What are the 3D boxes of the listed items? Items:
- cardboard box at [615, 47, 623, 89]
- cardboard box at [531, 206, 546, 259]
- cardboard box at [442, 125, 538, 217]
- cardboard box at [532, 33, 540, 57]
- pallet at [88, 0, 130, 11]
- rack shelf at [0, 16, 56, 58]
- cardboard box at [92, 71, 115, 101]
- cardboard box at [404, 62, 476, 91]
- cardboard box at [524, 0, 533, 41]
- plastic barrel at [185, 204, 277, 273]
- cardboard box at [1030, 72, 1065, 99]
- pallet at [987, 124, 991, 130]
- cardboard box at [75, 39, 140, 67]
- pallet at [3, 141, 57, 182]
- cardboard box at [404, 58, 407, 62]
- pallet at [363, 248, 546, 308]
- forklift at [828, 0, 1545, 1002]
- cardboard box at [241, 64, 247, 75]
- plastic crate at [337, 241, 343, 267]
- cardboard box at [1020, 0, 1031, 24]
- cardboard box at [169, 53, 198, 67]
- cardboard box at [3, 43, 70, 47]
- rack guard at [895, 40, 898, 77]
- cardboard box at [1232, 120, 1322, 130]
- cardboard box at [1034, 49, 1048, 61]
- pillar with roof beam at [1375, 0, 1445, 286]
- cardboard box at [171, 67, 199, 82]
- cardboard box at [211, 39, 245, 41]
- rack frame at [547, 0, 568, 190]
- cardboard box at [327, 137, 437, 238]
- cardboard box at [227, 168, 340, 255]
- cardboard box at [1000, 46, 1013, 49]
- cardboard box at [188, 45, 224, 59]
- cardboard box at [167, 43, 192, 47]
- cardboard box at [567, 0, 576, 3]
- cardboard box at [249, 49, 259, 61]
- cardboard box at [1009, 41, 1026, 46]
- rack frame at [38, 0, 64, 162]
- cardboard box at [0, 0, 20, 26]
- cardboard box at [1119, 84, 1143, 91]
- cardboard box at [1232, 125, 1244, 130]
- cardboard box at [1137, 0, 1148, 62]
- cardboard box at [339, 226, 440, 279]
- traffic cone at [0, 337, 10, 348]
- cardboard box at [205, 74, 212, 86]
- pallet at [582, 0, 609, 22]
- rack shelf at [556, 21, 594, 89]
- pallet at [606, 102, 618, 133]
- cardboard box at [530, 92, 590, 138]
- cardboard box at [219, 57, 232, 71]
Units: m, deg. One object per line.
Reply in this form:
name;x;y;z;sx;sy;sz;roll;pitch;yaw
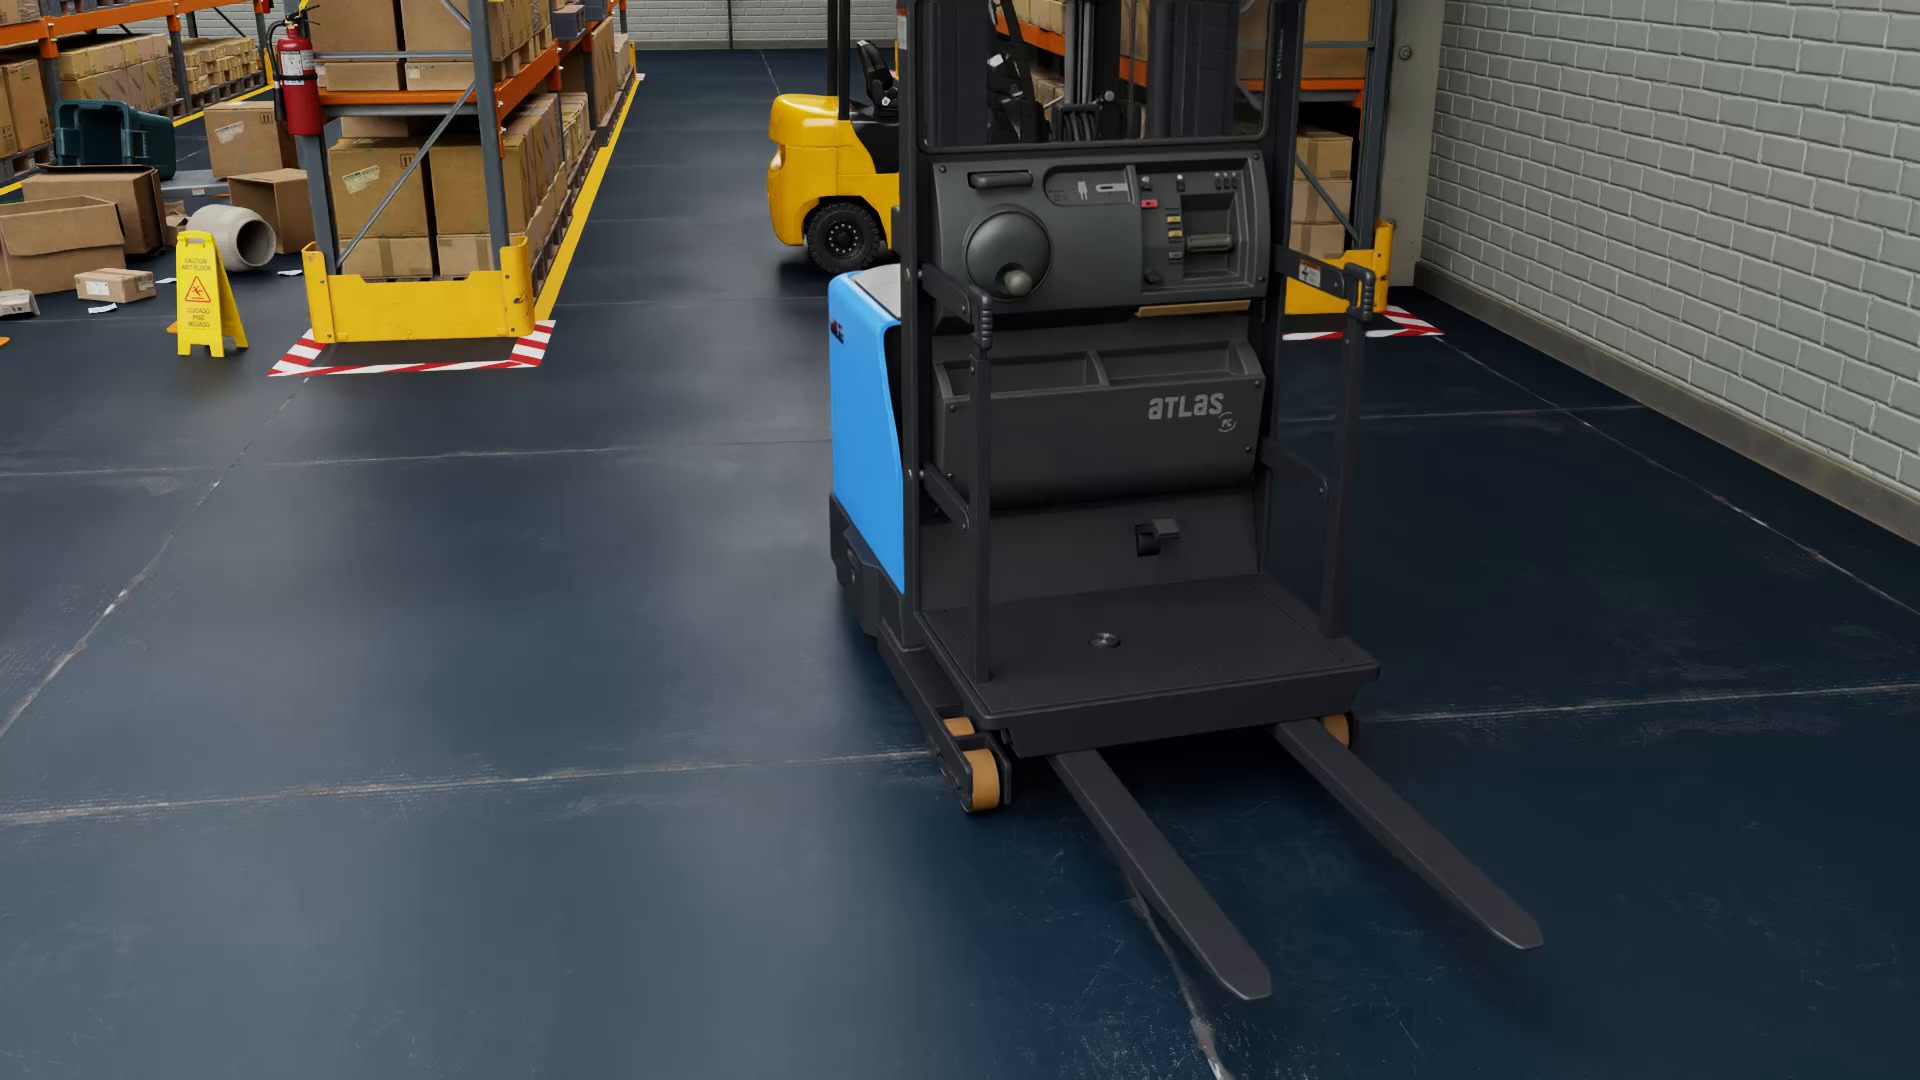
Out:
cardboard box;-4.692;-5.915;20.828;0.875;0.438;0.875;-3;21;-9
cardboard box;-2.887;-1.920;10.399;0.500;0.250;0.500;-2;21;-6
cardboard box;-2.905;-2.283;10.300;0.500;0.500;0.500;-4;21;-10
cardboard box;-3.057;-3.361;11.286;0.380;0.149;0.250;-3;21;-9
pallet;-9.341;-5.620;17.249;1.003;0.211;1.213;-3;21;-8
rack shelf;-8.727;-3.997;13.658;1.077;0.370;4.000;-3;21;-8
cardboard box;-8.941;-4.484;16.906;0.500;0.500;0.500;-3;21;-7
cardboard box;-2.822;-2.551;9.119;0.380;0.149;0.250;-3;21;-8
cardboard box;-3.006;-3.436;10.562;0.500;0.500;0.500;-3;21;-9
plastic barrel;-4.774;-1.973;10.893;0.512;0.421;0.421;12;24;30
cardboard box;1.055;-3.971;15.355;0.875;0.625;0.625;-4;21;-10
pallet;0.860;-3.969;16.542;1.003;0.211;1.213;-3;21;-8
cardboard box;-9.083;-5.182;17.704;0.500;0.250;0.500;-4;21;-10
pallet;-8.976;-3.443;15.133;1.003;0.211;1.213;-3;21;-8
cardboard box;-3.473;-2.802;9.789;0.380;0.149;0.250;-3;21;-7
pallet;-3.071;-1.544;10.049;1.003;0.211;1.213;-3;21;-8
forklift;0.447;-0.818;4.218;1.130;2.935;3.031;-6;21;-15
cardboard box;-9.796;-6.306;22.287;0.380;0.149;0.250;-3;21;-8
plastic crate;-4.140;-1.973;11.385;0.402;0.080;0.583;-11;23;-26
cardboard box;0.824;-4.794;14.980;0.500;0.250;0.500;-2;21;-6
cardboard box;-9.418;-5.779;20.026;0.380;0.149;0.250;-2;21;-5
cardboard box;-9.515;-4.978;17.158;0.500;0.250;0.500;-2;21;-6
rack guard;-0.362;-7.135;24.605;1.175;0.500;0.348;-3;21;-8
cardboard box;1.975;-2.518;10.573;0.500;0.250;0.500;-3;21;-8
cardboard box;1.001;-5.182;17.848;0.380;0.149;0.250;-2;21;-6
pillar with roof beam;-1.536;-5.672;8.542;9.100;9.000;0.400;-3;21;-8
cardboard box;-9.328;-5.553;19.847;0.380;0.149;0.250;-2;21;-5
cardboard box;-9.862;-6.676;22.426;0.380;0.149;0.250;-3;21;-7
rack frame;-3.555;-3.926;12.440;1.000;3.000;0.127;-3;21;-8
cardboard box;-3.352;-2.065;9.716;0.500;0.500;0.500;-3;21;-7
cardboard box;-4.747;-2.317;11.700;0.500;0.500;0.500;12;24;29
cardboard box;0.401;-5.330;18.246;0.380;0.149;0.250;-2;21;-6
cardboard box;-9.637;-6.223;21.215;0.380;0.149;0.250;-3;21;-7
cardboard box;-10.213;-6.376;21.625;0.380;0.149;0.250;-2;21;-6
cardboard box;-3.482;-4.665;14.178;0.380;0.149;0.250;-2;21;-6
cardboard box;-9.810;-6.628;22.725;0.380;0.149;0.250;-3;21;-9
cardboard box;0.777;-5.629;19.046;0.380;0.149;0.250;-4;21;-10
rack frame;-9.015;-5.026;15.386;1.000;3.000;0.127;-3;21;-8
cardboard box;-8.614;-4.758;14.525;0.500;0.500;0.500;-3;21;-8
cardboard box;1.116;-3.371;12.856;0.500;0.250;0.500;-3;21;-9
cardboard box;1.479;-2.490;10.496;0.500;0.250;0.500;-3;21;-7
cardboard box;1.462;-3.354;10.767;0.500;0.500;0.500;-3;21;-9
cardboard box;-3.365;-1.724;9.875;0.500;0.250;0.500;-3;21;-8
traffic cone;-5.366;-1.263;8.936;0.336;0.463;0.334;-3;21;-8
cardboard box;-9.611;-5.767;20.844;0.380;0.149;0.250;-4;21;-10
pallet;-3.923;-4.980;15.536;1.213;0.211;1.003;-3;21;-8
rack shelf;-3.843;-4.281;14.420;1.077;0.370;4.000;-3;21;-8
pallet;-4.343;-4.703;18.506;1.003;0.211;1.213;-3;21;-8
cardboard box;-4.060;-4.080;16.010;0.950;0.372;0.625;-4;21;-11
cardboard box;-9.560;-6.086;21.273;0.380;0.149;0.250;-3;21;-7
